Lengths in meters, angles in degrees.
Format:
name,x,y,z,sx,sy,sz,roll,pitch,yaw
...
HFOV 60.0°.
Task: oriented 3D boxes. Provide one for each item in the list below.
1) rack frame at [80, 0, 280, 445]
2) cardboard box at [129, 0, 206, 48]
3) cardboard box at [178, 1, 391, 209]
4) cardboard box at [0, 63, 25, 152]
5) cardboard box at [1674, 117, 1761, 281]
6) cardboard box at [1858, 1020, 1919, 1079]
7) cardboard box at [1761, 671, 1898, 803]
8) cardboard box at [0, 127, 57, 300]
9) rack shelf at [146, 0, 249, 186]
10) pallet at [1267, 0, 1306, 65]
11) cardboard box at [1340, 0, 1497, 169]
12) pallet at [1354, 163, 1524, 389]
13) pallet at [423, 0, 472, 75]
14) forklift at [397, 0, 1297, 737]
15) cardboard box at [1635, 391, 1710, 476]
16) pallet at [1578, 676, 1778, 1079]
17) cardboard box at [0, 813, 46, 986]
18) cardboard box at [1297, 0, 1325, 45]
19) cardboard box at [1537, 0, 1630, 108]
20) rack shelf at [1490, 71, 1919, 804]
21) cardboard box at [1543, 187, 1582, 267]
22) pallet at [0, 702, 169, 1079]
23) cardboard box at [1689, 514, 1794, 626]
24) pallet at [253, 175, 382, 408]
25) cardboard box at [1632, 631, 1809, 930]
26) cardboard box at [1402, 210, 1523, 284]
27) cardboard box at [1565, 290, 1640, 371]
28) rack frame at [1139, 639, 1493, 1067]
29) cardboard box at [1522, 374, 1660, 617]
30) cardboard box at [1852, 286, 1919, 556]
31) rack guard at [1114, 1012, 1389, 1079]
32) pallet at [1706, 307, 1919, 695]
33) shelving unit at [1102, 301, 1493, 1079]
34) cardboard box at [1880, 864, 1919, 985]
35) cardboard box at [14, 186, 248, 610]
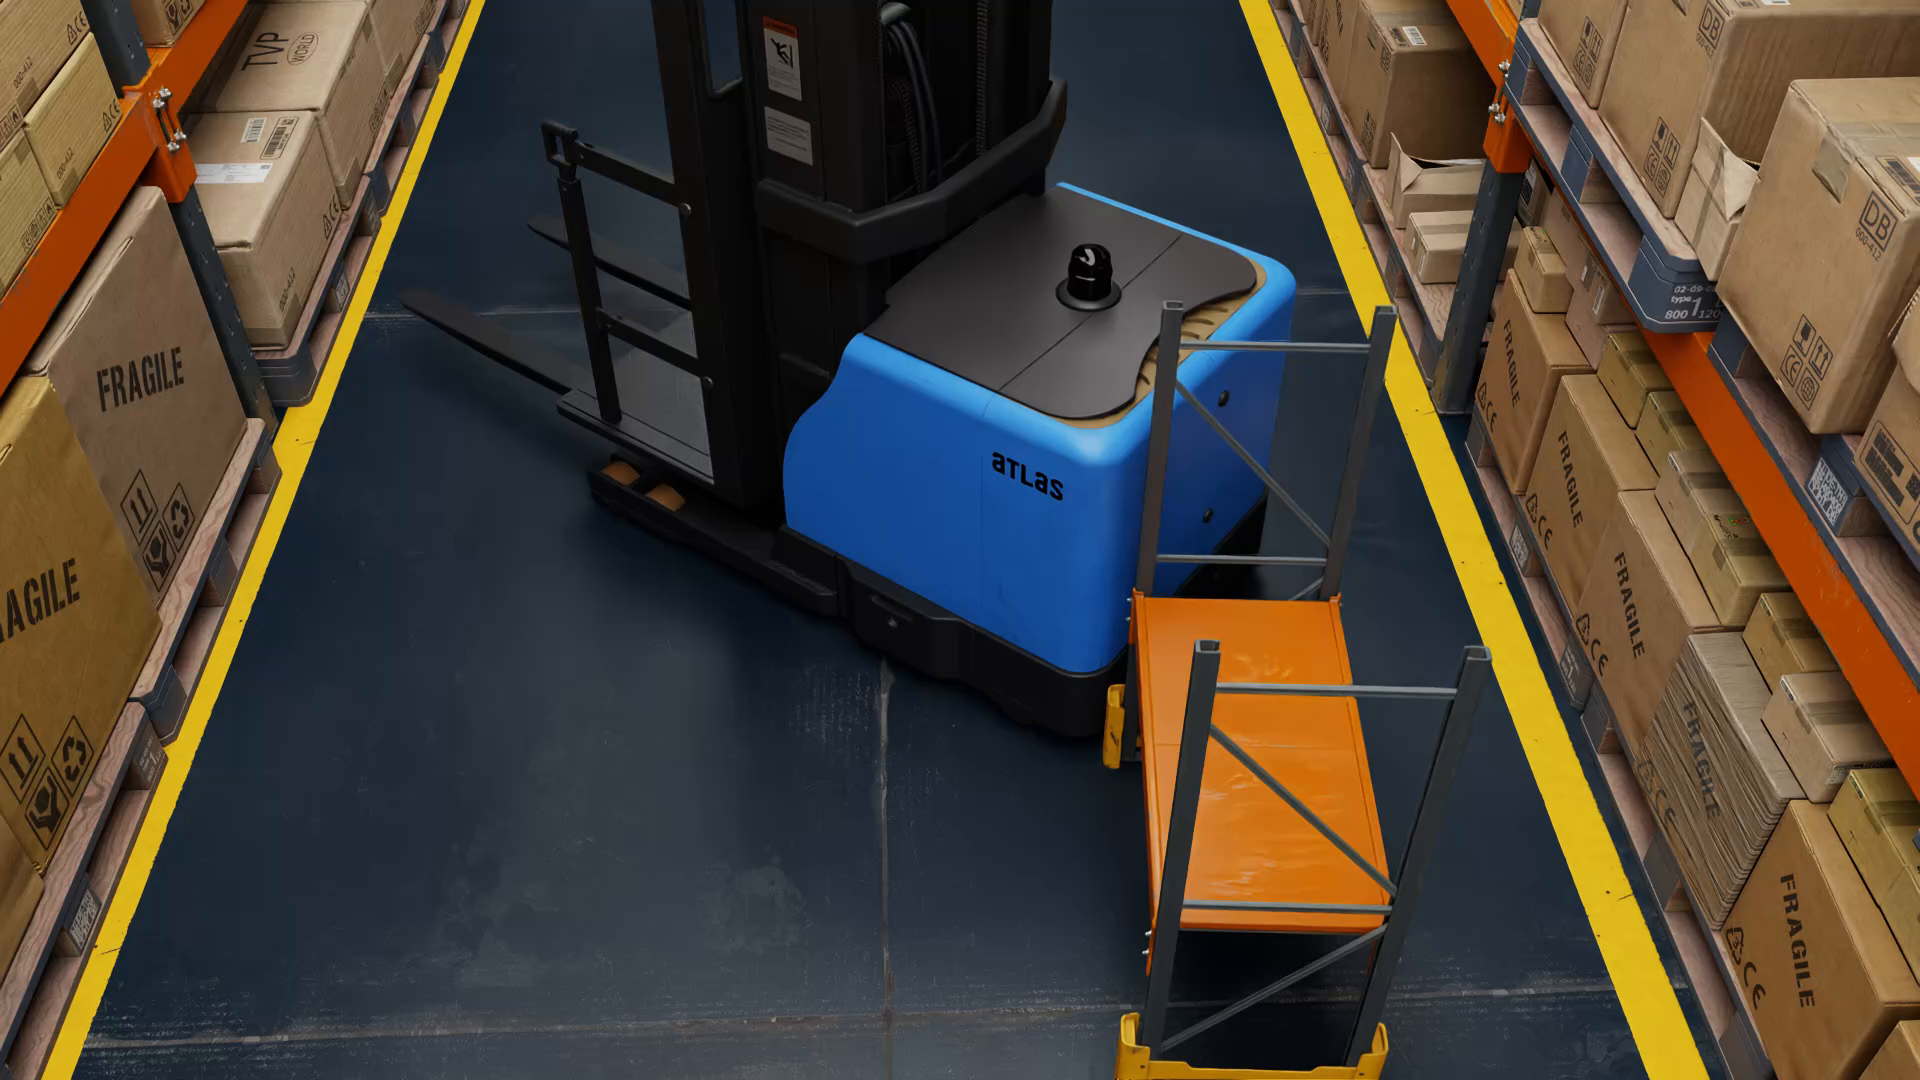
name,x,y,z,sx,sy,sz,roll,pitch,yaw
rack frame,-2.820,-1.441,4.602,1.000,3.000,0.127,-2,43,-2
cardboard box,-2.578,-1.802,4.922,0.500,0.500,0.500,0,43,0
cardboard box,-2.778,-1.683,6.451,0.875,0.438,0.875,-3,43,-3
cardboard box,-2.529,-0.942,3.799,0.500,0.250,0.500,-1,43,-1
cardboard box,1.815,-0.742,3.629,0.396,0.266,0.258,0,43,0
cardboard box,2.066,1.263,3.191,0.500,0.500,0.500,-2,43,-2
cardboard box,2.007,0.420,3.631,0.380,0.149,0.250,-4,43,-4
cardboard box,-2.528,-0.746,3.955,0.500,0.250,0.500,-2,43,-2
rack shelf,-2.905,-2.526,6.318,1.077,0.370,4.000,-2,43,-2
pallet,2.008,-2.669,8.006,1.003,0.211,1.213,-2,43,-2
cardboard box,1.942,-1.825,6.560,0.700,0.500,0.500,-3,43,-3
pallet,2.111,-1.022,6.209,1.003,0.211,1.213,-2,43,-2
pallet,-2.877,-2.576,7.904,1.003,0.211,1.213,-2,43,-2
forklift,-0.566,-1.350,4.554,3.031,2.935,1.130,26,49,26
cardboard box,2.025,-0.266,4.380,0.380,0.149,0.250,-2,43,-3
pallet,2.266,0.816,4.204,1.003,0.211,1.213,-2,43,-2
cardboard box,-2.630,0.817,3.401,0.875,0.875,0.875,-1,43,-1
cardboard box,1.898,-2.526,7.325,0.700,0.500,0.500,0,43,0
cardboard box,1.936,-1.445,4.222,0.700,0.500,0.500,-1,43,-1
rack shelf,2.224,0.029,3.531,1.077,0.370,4.000,-2,43,-2
cardboard box,1.949,-0.920,4.873,0.380,0.149,0.250,-2,43,-3
pallet,-2.657,0.931,4.078,1.003,0.211,1.213,-2,43,-2
cardboard box,2.007,0.071,4.012,0.380,0.149,0.250,0,43,0
pallet,-2.774,-0.929,6.107,1.003,0.211,1.213,-2,43,-2
cardboard box,2.000,0.560,3.958,0.500,0.500,0.500,-3,43,-3
cardboard box,1.822,-1.058,5.983,0.380,0.149,0.250,-3,43,-3
cardboard box,1.978,-0.624,4.770,0.380,0.149,0.250,-3,43,-3
rack frame,0.651,0.739,3.334,0.500,1.500,0.032,1,43,2
cardboard box,1.968,-0.127,4.708,0.500,0.500,0.500,-2,43,-2
cardboard box,2.055,-0.175,2.834,0.797,0.503,0.637,-3,43,-3
rack guard,0.652,1.186,3.771,0.587,0.250,0.087,1,43,2
pallet,2.222,-0.128,3.311,1.003,0.211,1.213,-2,43,-2
shelving unit,0.670,0.389,3.715,0.587,1.500,1.083,1,43,2
cardboard box,2.060,0.774,3.245,0.380,0.149,0.250,0,43,-1
cardboard box,-2.713,-0.396,4.724,0.875,0.875,0.875,0,43,0
